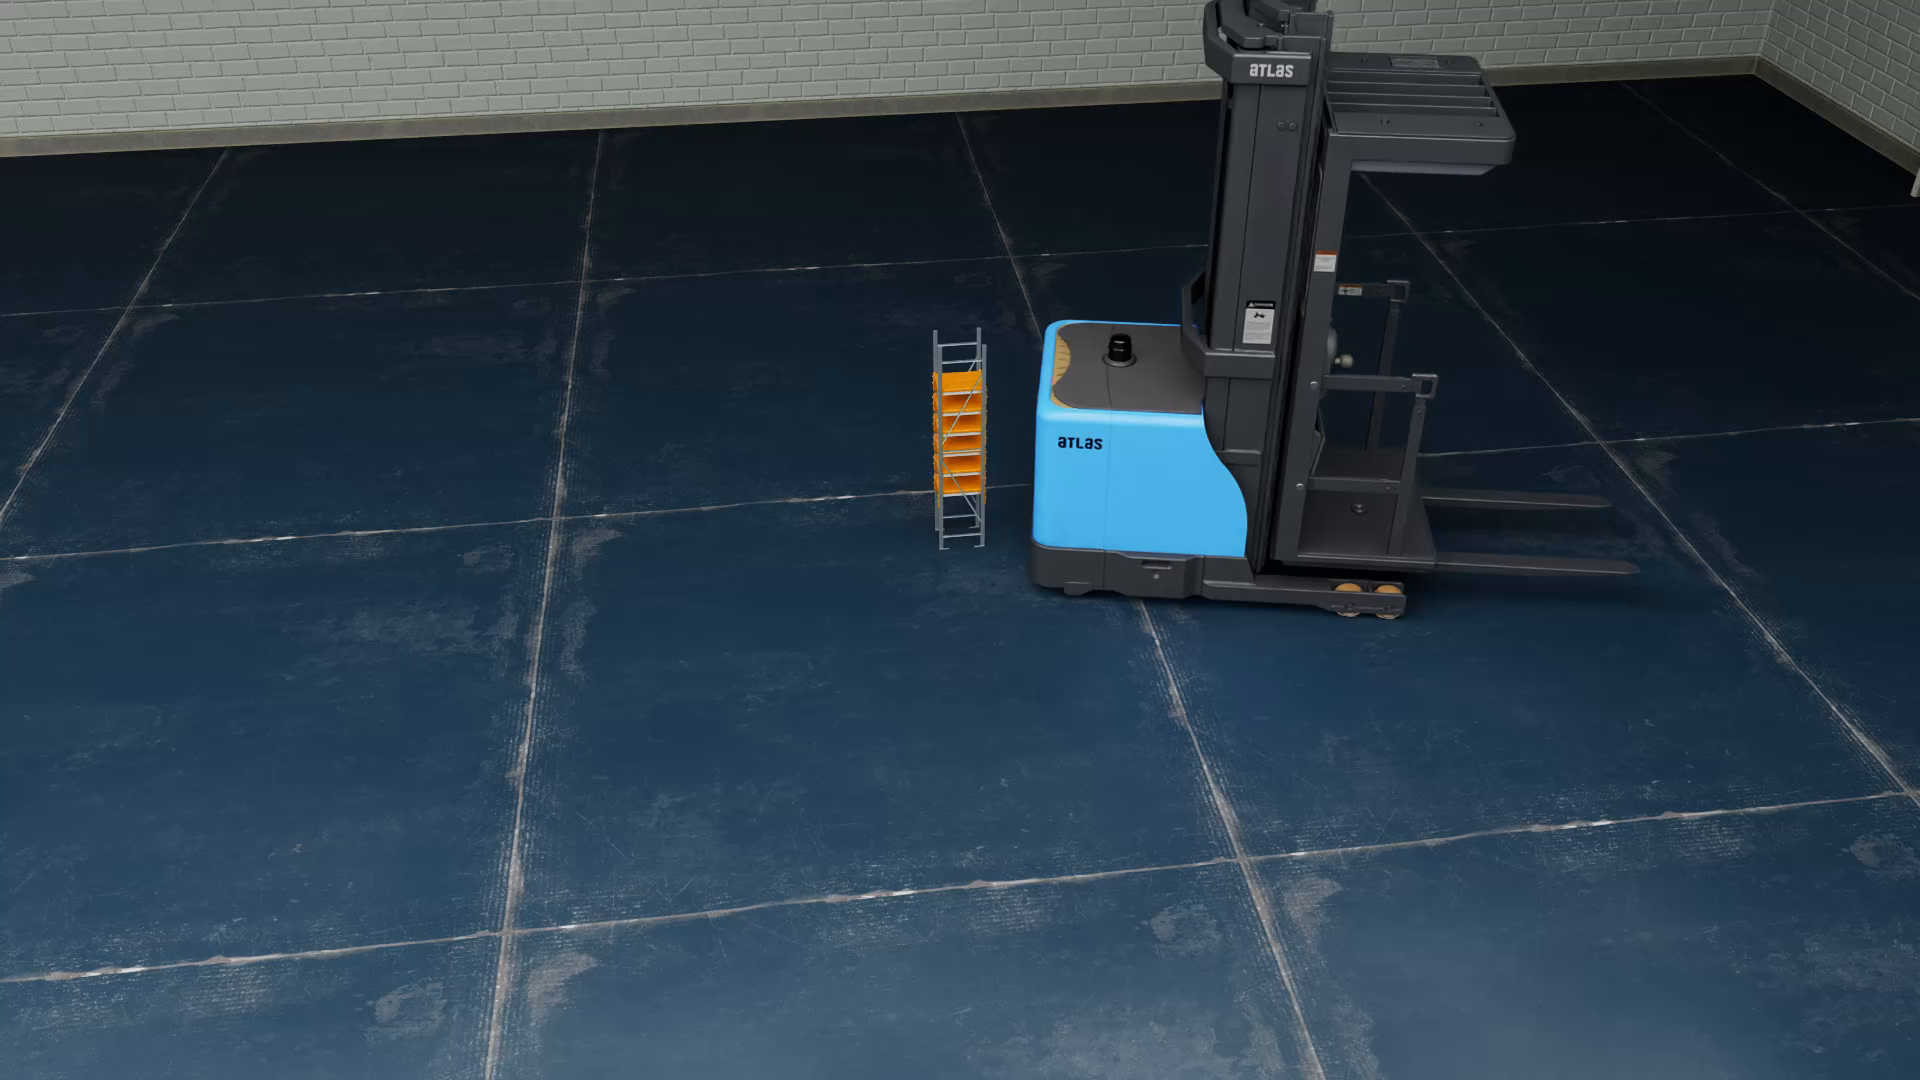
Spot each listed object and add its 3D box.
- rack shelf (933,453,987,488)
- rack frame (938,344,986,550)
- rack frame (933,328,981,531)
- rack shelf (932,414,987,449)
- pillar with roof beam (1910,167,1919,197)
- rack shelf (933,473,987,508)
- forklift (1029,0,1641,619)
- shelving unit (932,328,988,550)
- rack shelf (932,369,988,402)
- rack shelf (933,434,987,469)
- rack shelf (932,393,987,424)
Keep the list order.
[{"bbox_3d":[-0.002,-0.368,8.645,0.258,0.103,0.180,-4,35,-6],"label":"rack shelf"},{"bbox_3d":[0.010,-0.453,8.478,0.240,1.200,0.006,-4,35,-6],"label":"rack frame"},{"bbox_3d":[-0.014,-0.555,8.628,0.240,1.200,0.006,-4,35,-6],"label":"rack frame"},{"bbox_3d":[-0.002,-0.566,8.510,0.258,0.103,0.180,-4,35,-6],"label":"rack shelf"},{"bbox_3d":[3.213,-5.953,9.623,9.100,9.000,0.400,-4,35,-6],"label":"pillar with roof beam"},{"bbox_3d":[-0.002,-0.269,8.713,0.258,0.103,0.180,-4,35,-6],"label":"rack shelf"},{"bbox_3d":[1.901,-1.133,7.938,3.031,2.935,1.130,3,34,4],"label":"forklift"},{"bbox_3d":[-0.002,-0.504,8.553,0.258,1.200,0.189,-4,35,-6],"label":"shelving unit"},{"bbox_3d":[-0.002,-0.765,8.375,0.258,0.103,0.180,-4,35,-6],"label":"rack shelf"},{"bbox_3d":[-0.002,-0.467,8.578,0.258,0.103,0.180,-4,35,-6],"label":"rack shelf"},{"bbox_3d":[-0.002,-0.665,8.442,0.258,0.103,0.180,-4,35,-6],"label":"rack shelf"}]
